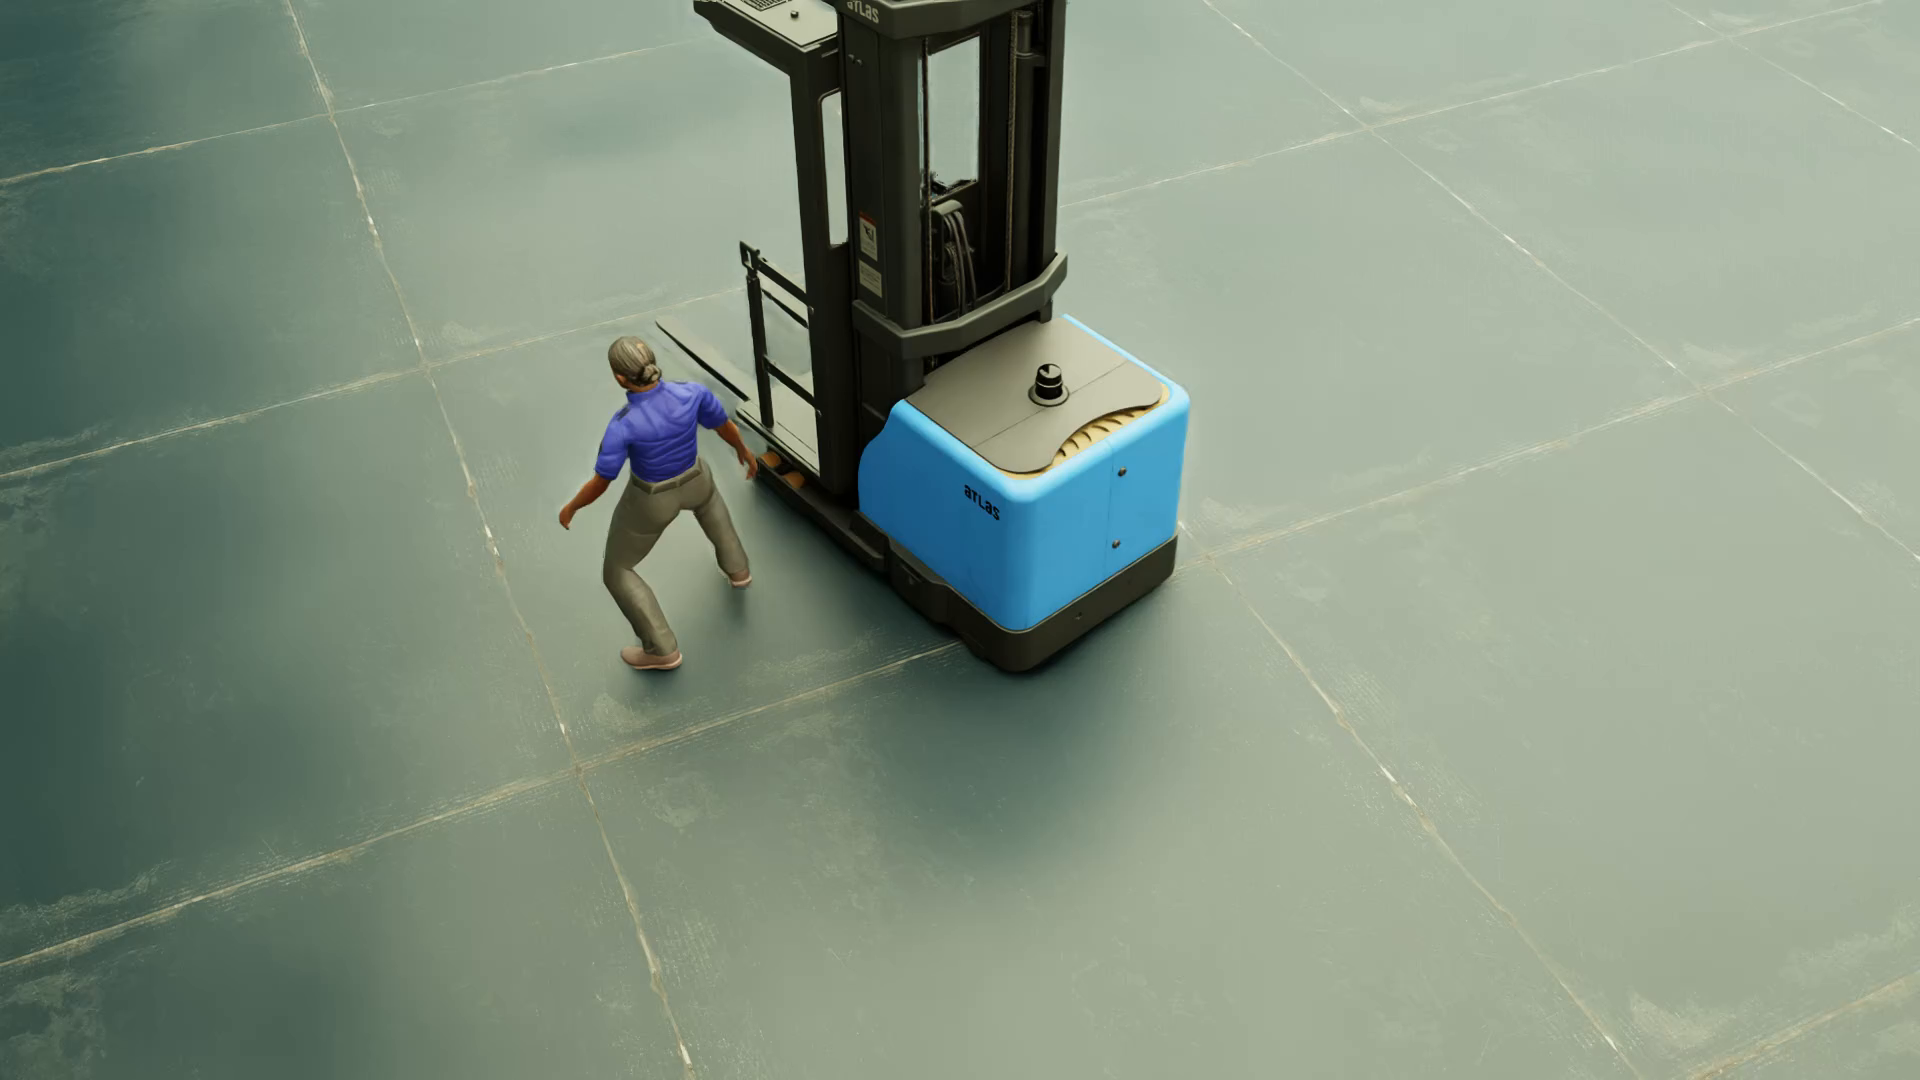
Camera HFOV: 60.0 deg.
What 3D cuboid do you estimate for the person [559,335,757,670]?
[{"bbox_3d":[-1.240,-0.223,6.954,0.851,1.566,0.584,-26,49,-25],"label":"person"}]

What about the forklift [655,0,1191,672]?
[{"bbox_3d":[-0.364,-1.441,7.224,1.130,2.935,3.031,-31,51,-29],"label":"forklift"}]
